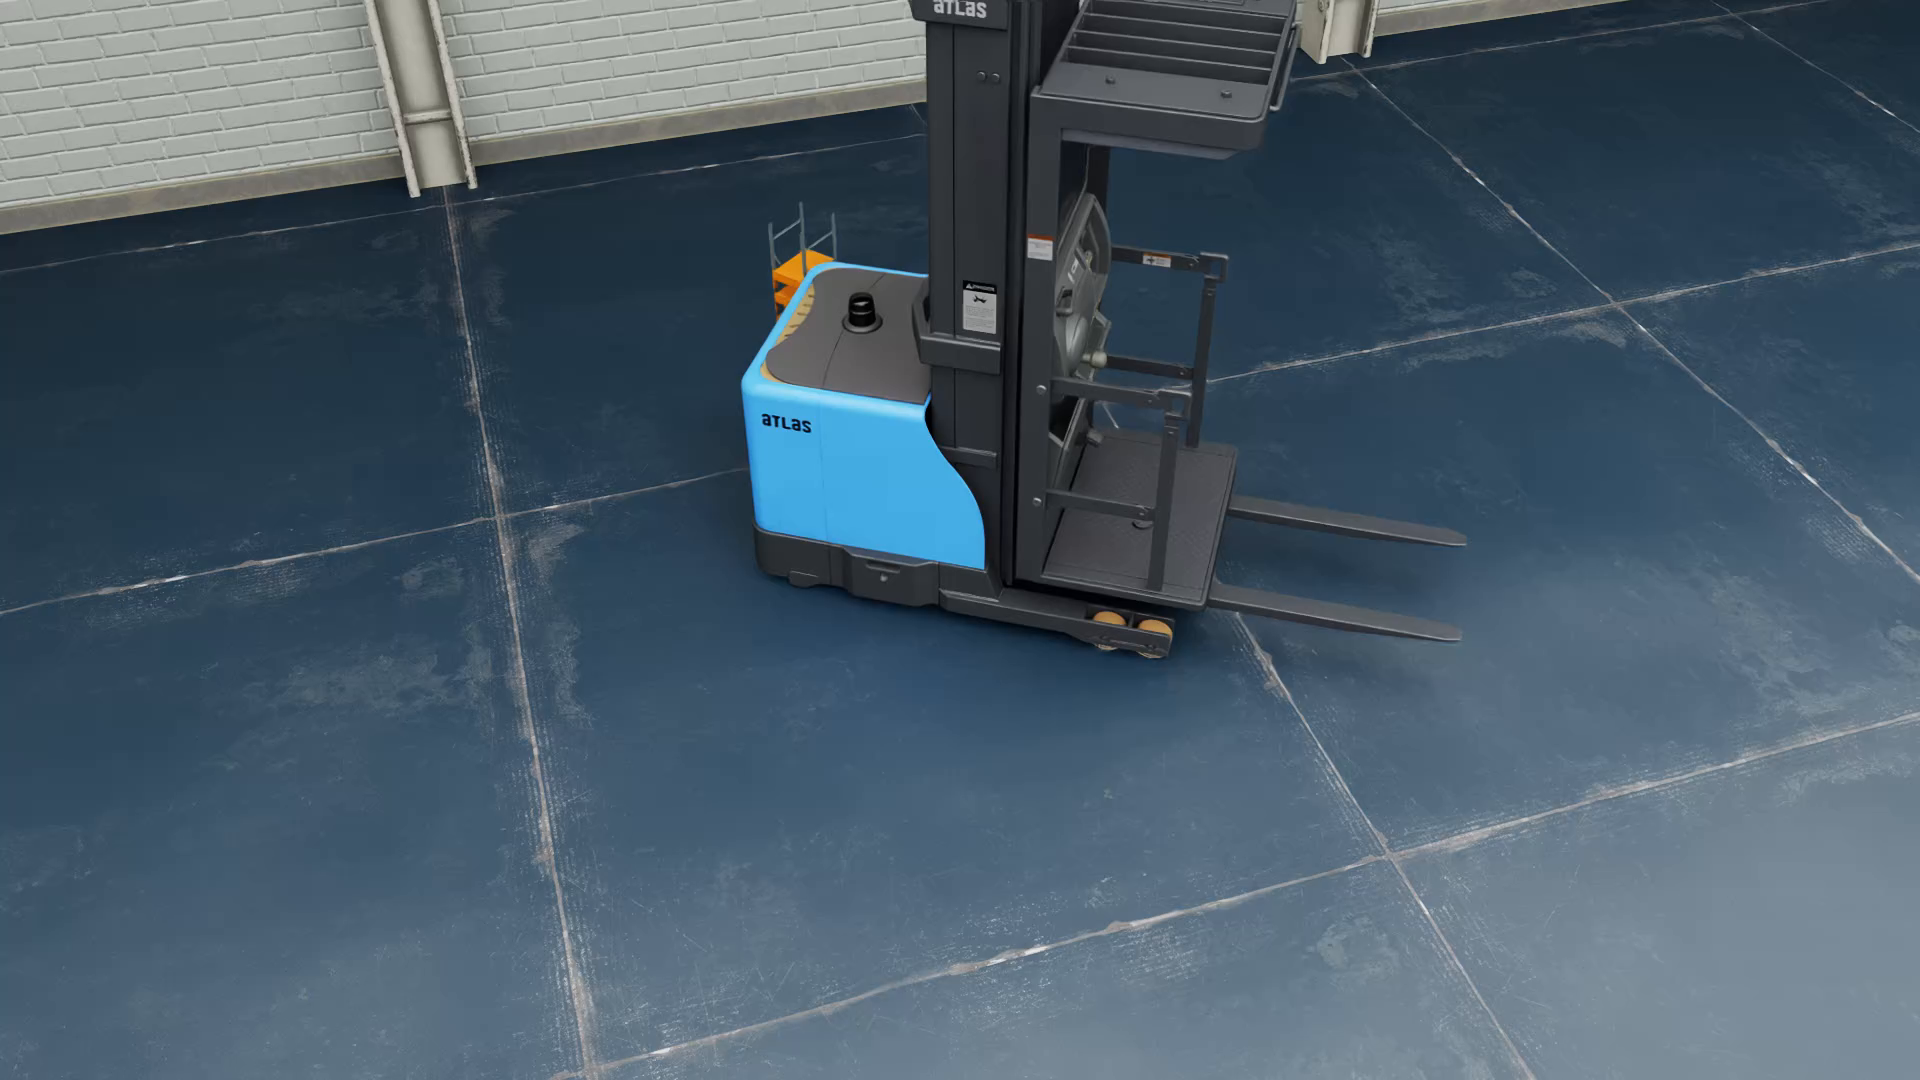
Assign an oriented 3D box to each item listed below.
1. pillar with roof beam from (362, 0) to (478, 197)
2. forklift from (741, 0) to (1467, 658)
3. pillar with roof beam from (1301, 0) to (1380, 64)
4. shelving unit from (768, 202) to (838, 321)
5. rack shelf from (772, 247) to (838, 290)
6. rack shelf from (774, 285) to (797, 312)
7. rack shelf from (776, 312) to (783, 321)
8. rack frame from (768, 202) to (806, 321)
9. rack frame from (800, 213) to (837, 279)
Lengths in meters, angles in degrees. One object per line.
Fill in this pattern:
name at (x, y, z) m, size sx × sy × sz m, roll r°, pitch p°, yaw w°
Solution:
pillar with roof beam at (-1.850, -2.872, 4.047) m, size 0.400 × 9.000 × 9.100 m, roll -12°, pitch 42°, yaw -13°
forklift at (0.669, -0.994, 6.509) m, size 3.031 × 2.935 × 1.130 m, roll 10°, pitch 42°, yaw 11°
pillar with roof beam at (3.873, -4.058, 5.405) m, size 0.400 × 9.000 × 9.100 m, roll -12°, pitch 42°, yaw -13°
shelving unit at (-0.706, -0.980, 7.809) m, size 0.189 × 1.200 × 0.258 m, roll 24°, pitch 47°, yaw 25°
rack shelf at (-0.707, -1.218, 7.602) m, size 0.180 × 0.103 × 0.258 m, roll 24°, pitch 47°, yaw 25°
rack shelf at (-0.706, -1.127, 7.681) m, size 0.180 × 0.103 × 0.258 m, roll 24°, pitch 47°, yaw 25°
rack shelf at (-0.706, -1.037, 7.759) m, size 0.180 × 0.103 × 0.258 m, roll 24°, pitch 47°, yaw 25°
rack frame at (-0.782, -1.014, 7.848) m, size 0.006 × 1.200 × 0.240 m, roll 24°, pitch 47°, yaw 25°
rack frame at (-0.631, -0.946, 7.770) m, size 0.006 × 1.200 × 0.240 m, roll 24°, pitch 47°, yaw 25°
